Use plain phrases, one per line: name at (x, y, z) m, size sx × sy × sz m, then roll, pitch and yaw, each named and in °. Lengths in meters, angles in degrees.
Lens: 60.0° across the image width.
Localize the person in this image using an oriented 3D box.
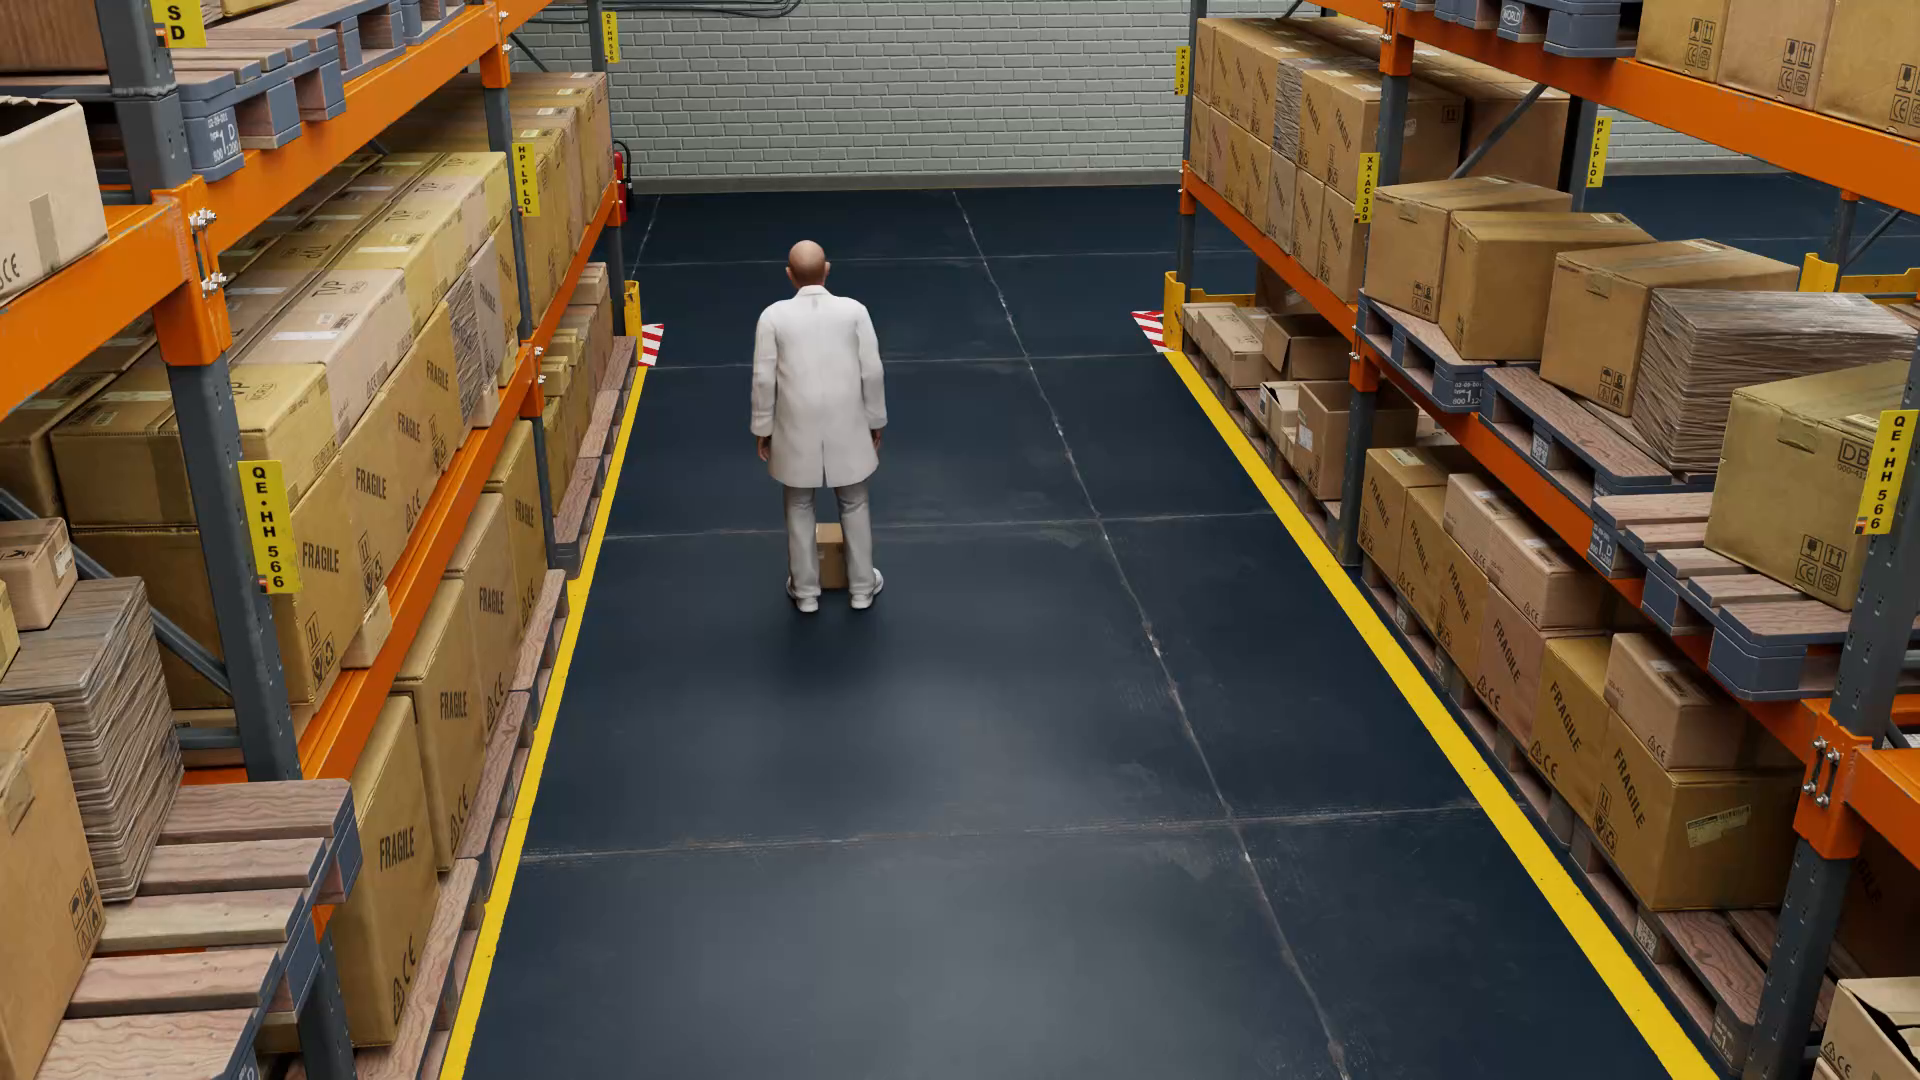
person at (-0.663, -0.521, 7.825) m, size 0.645 × 1.772 × 0.429 m, roll -4°, pitch 24°, yaw -8°
